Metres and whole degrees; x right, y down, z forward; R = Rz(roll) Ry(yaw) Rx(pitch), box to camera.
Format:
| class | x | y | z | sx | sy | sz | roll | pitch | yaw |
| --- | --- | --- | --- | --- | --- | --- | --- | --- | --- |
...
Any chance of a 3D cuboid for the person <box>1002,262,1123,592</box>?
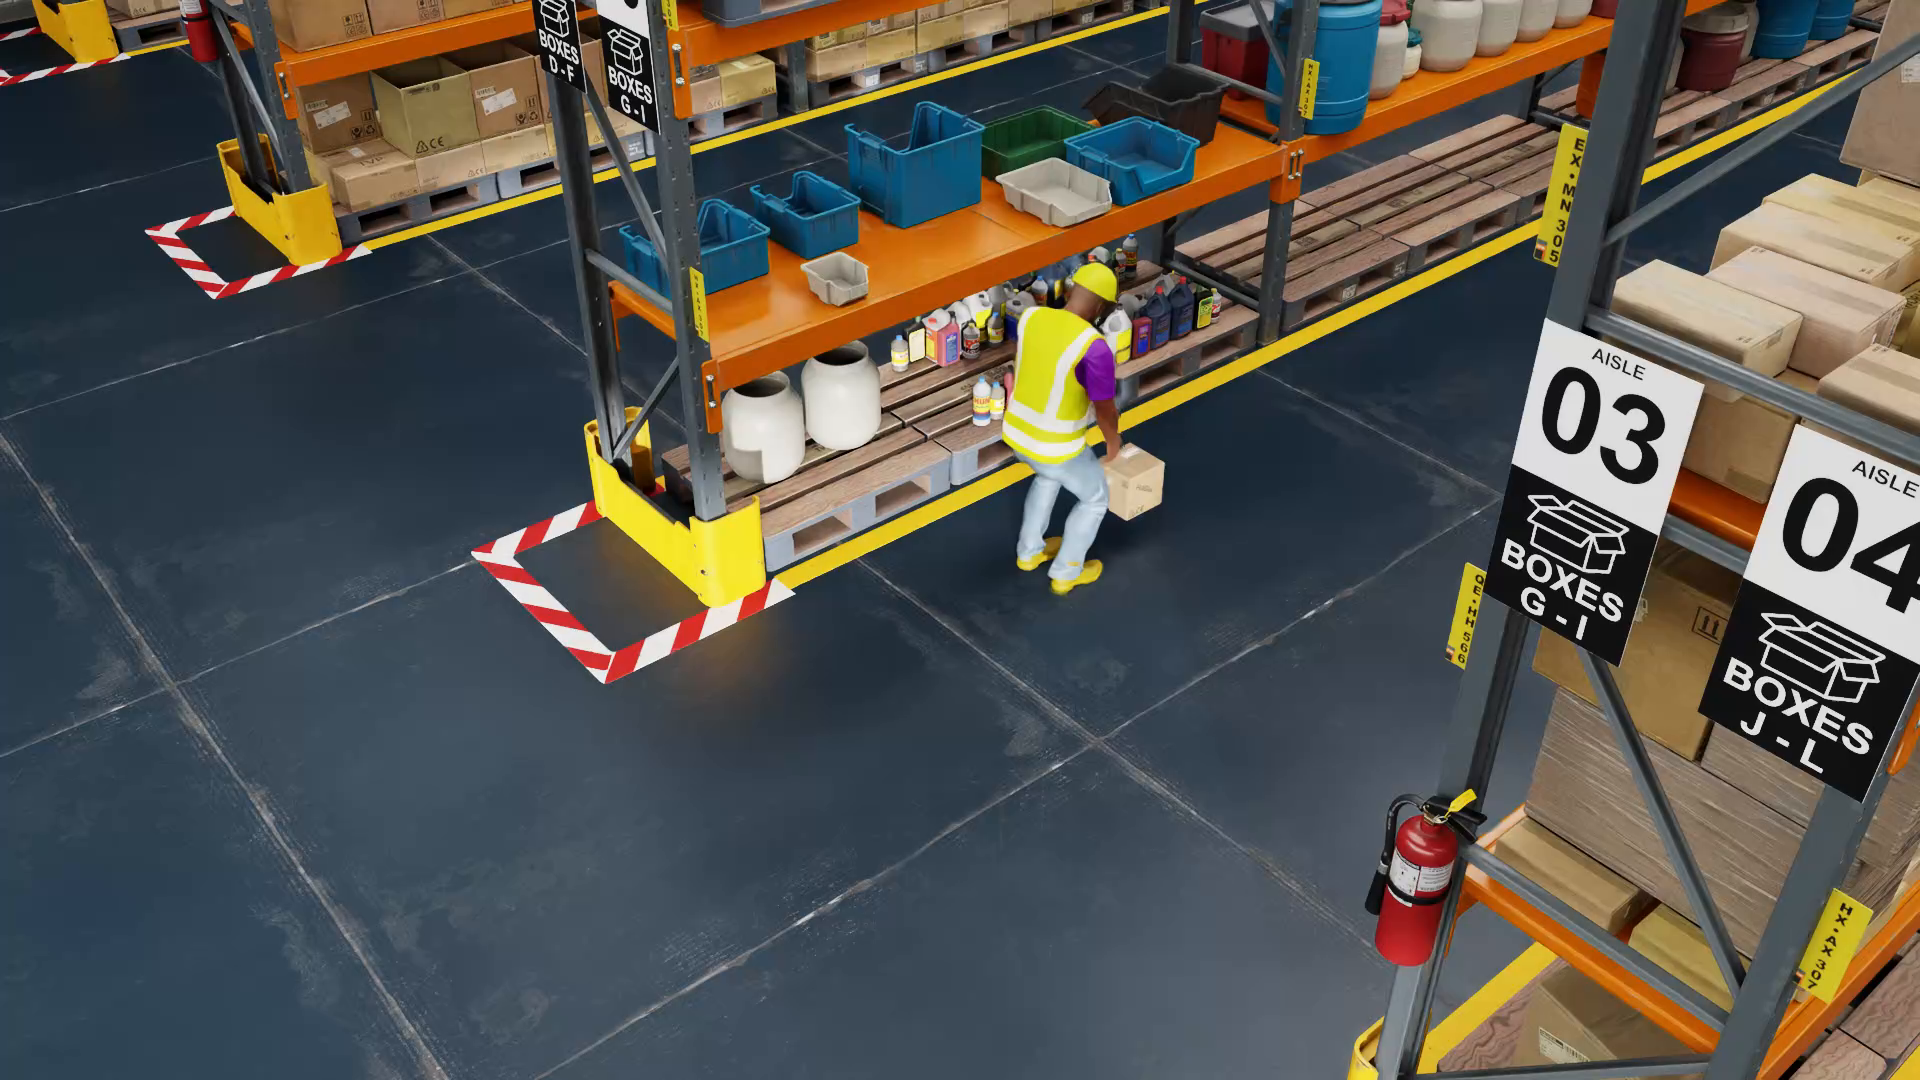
| class | x | y | z | sx | sy | sz | roll | pitch | yaw |
| --- | --- | --- | --- | --- | --- | --- | --- | --- | --- |
| person | 0.485 | -0.536 | 7.938 | 0.599 | 1.614 | 0.616 | -25 | 43 | -31 |
